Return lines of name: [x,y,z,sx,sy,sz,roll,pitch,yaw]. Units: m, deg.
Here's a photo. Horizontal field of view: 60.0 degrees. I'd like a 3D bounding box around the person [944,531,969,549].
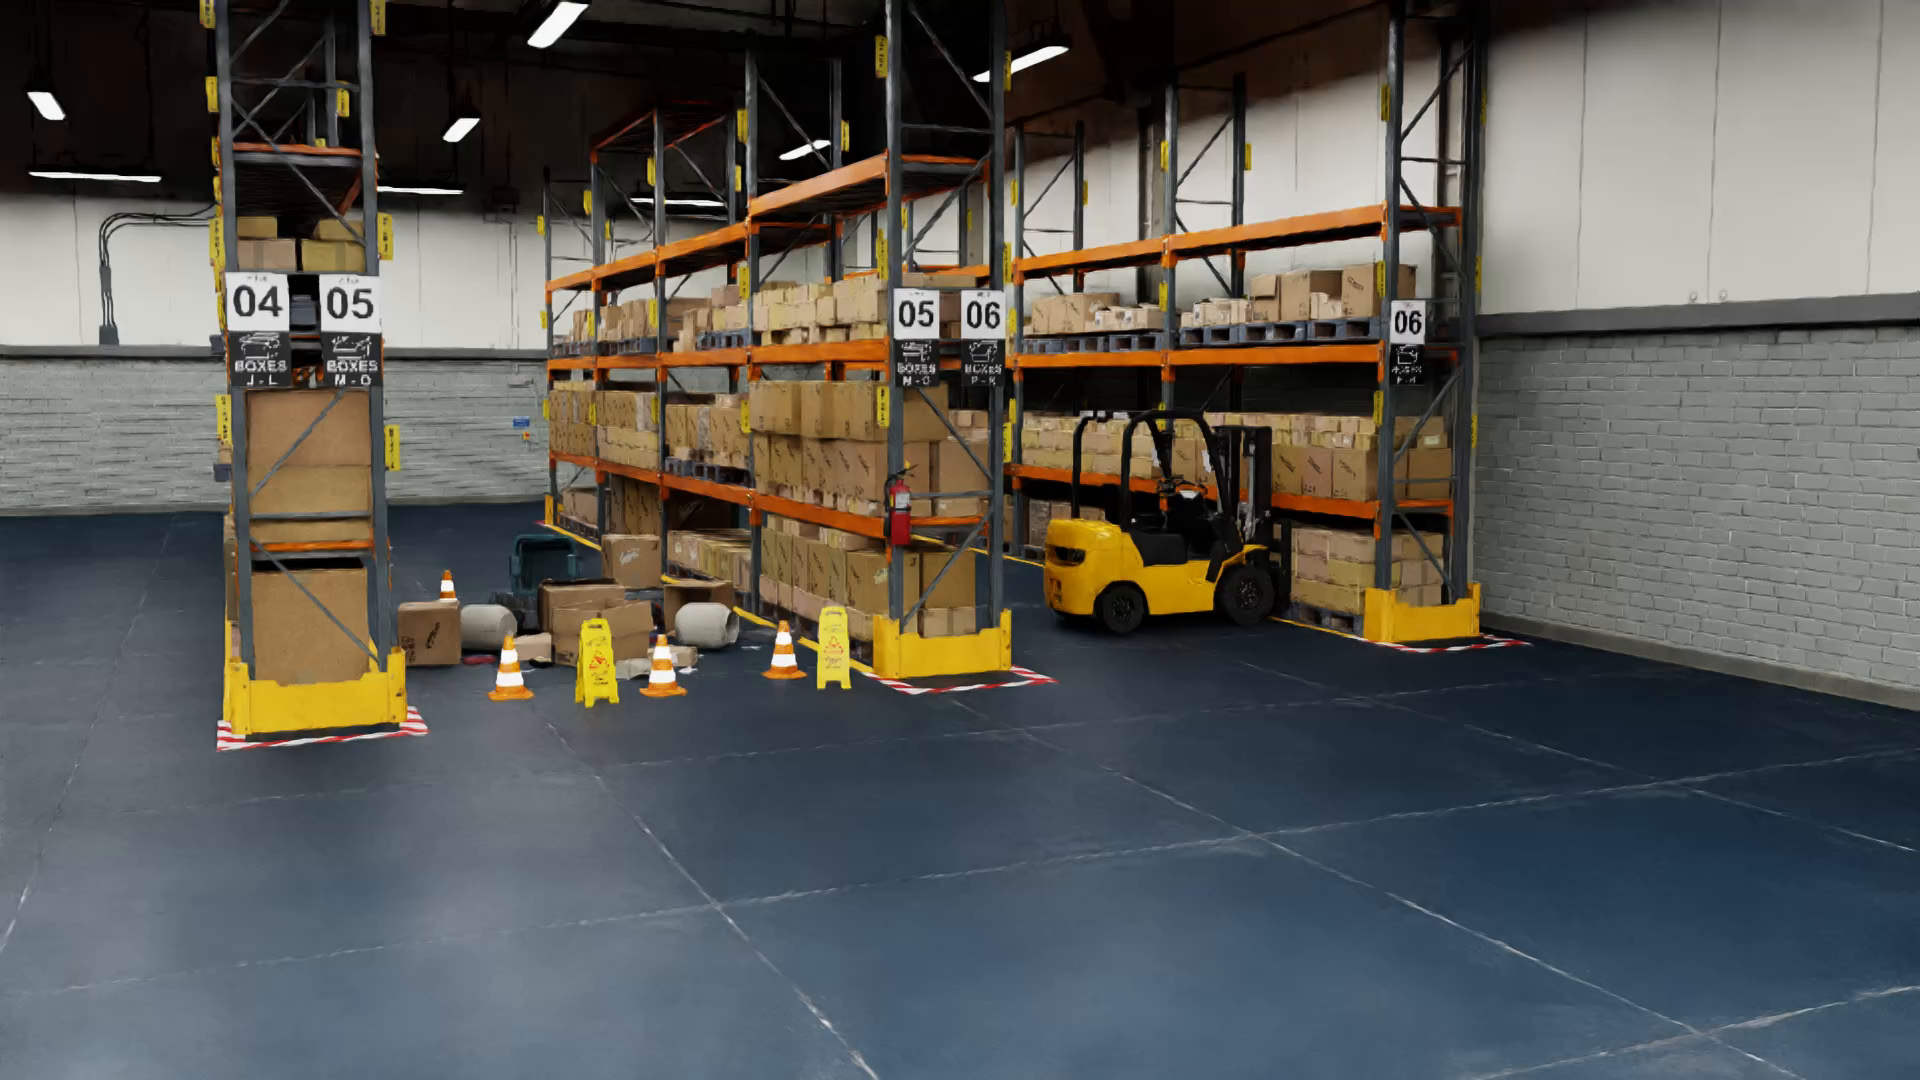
person: [-0.116,-0.087,17.713,0.562,1.656,0.629,1,6,6]
